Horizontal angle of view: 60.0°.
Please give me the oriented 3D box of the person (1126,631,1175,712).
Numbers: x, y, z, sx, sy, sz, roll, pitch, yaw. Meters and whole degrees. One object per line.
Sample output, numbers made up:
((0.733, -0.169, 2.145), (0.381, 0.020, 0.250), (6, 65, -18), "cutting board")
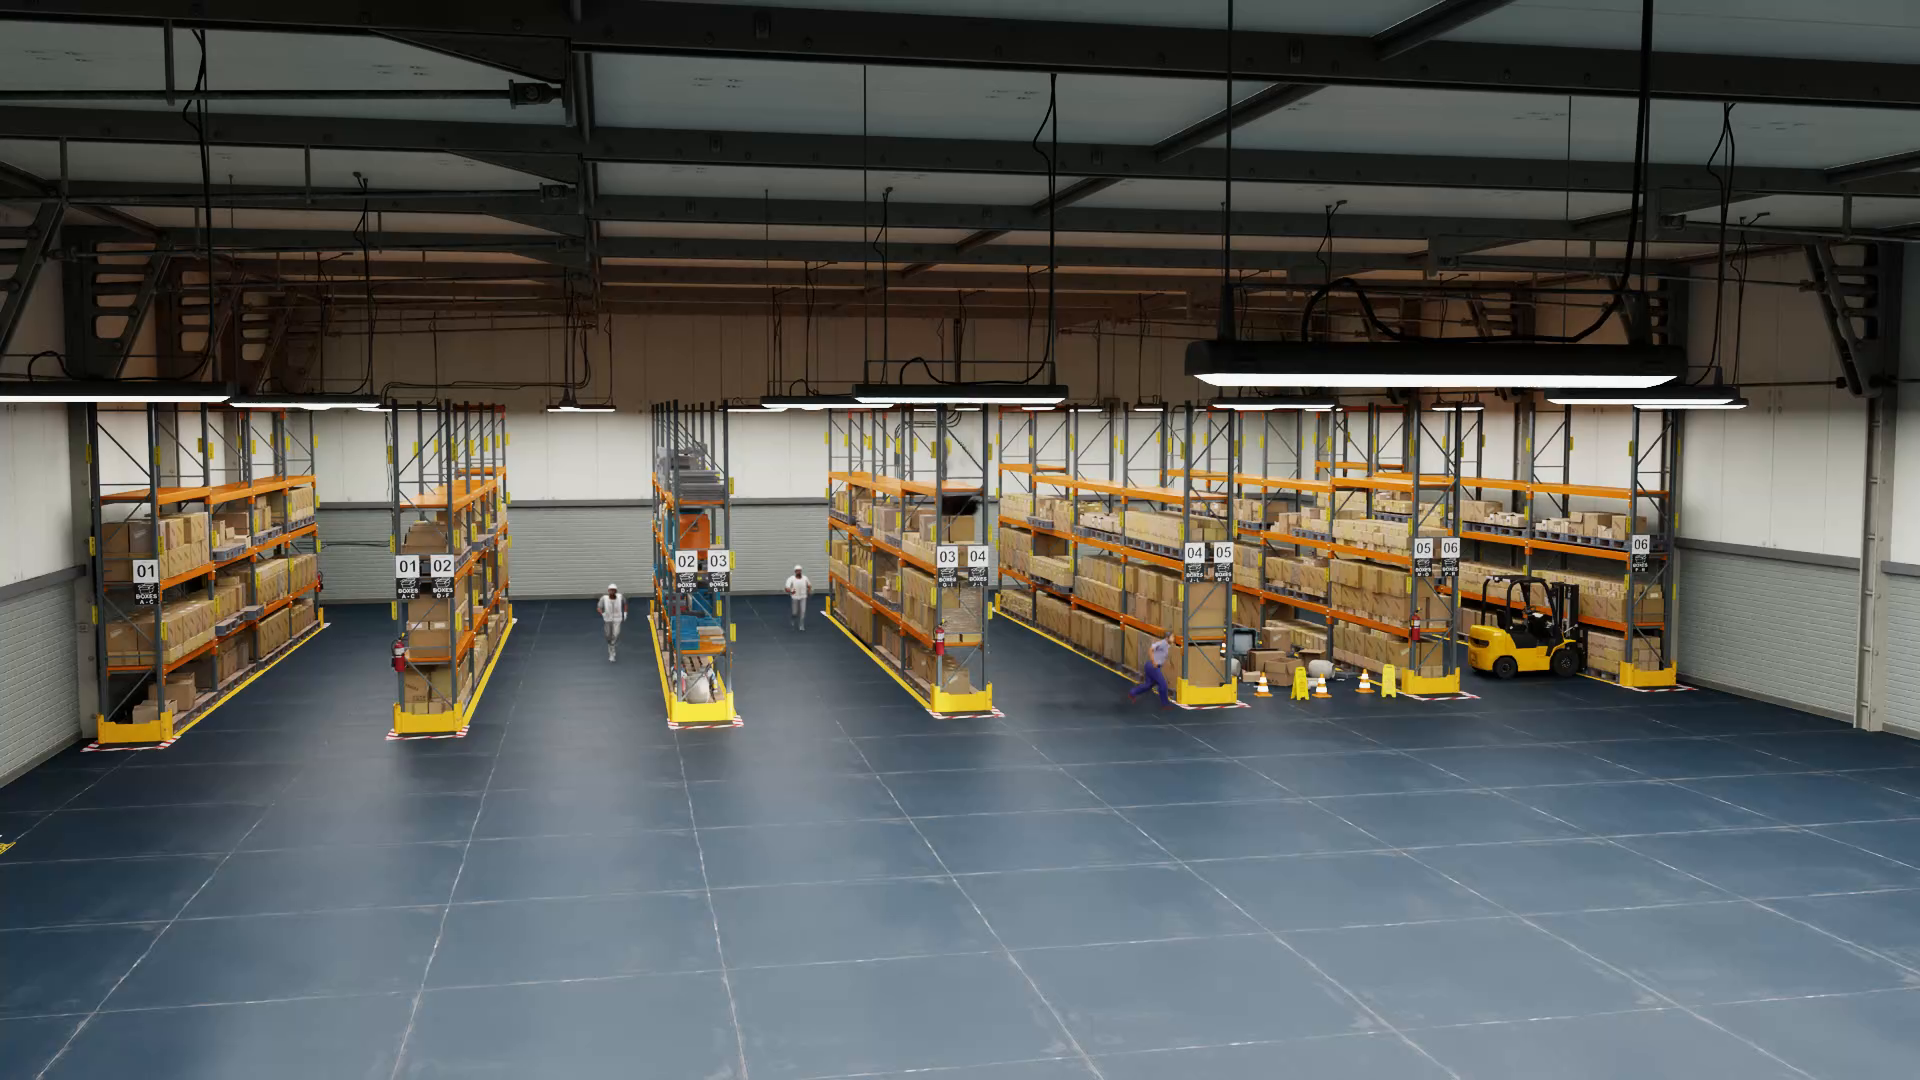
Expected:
((3.686, 2.540, 32.185), (0.963, 1.612, 0.641), (2, 5, 22), "person")

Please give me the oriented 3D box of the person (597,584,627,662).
((-8.139, 1.902, 38.944), (0.707, 1.772, 1.025), (-1, 4, -13), "person")

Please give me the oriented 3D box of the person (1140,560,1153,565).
((5.668, 1.094, 50.623), (0.758, 1.628, 0.588), (-1, 5, -18), "person")

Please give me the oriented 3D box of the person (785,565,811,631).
((-4.274, 1.537, 44.115), (0.714, 1.733, 0.791), (-1, 5, -17), "person")
